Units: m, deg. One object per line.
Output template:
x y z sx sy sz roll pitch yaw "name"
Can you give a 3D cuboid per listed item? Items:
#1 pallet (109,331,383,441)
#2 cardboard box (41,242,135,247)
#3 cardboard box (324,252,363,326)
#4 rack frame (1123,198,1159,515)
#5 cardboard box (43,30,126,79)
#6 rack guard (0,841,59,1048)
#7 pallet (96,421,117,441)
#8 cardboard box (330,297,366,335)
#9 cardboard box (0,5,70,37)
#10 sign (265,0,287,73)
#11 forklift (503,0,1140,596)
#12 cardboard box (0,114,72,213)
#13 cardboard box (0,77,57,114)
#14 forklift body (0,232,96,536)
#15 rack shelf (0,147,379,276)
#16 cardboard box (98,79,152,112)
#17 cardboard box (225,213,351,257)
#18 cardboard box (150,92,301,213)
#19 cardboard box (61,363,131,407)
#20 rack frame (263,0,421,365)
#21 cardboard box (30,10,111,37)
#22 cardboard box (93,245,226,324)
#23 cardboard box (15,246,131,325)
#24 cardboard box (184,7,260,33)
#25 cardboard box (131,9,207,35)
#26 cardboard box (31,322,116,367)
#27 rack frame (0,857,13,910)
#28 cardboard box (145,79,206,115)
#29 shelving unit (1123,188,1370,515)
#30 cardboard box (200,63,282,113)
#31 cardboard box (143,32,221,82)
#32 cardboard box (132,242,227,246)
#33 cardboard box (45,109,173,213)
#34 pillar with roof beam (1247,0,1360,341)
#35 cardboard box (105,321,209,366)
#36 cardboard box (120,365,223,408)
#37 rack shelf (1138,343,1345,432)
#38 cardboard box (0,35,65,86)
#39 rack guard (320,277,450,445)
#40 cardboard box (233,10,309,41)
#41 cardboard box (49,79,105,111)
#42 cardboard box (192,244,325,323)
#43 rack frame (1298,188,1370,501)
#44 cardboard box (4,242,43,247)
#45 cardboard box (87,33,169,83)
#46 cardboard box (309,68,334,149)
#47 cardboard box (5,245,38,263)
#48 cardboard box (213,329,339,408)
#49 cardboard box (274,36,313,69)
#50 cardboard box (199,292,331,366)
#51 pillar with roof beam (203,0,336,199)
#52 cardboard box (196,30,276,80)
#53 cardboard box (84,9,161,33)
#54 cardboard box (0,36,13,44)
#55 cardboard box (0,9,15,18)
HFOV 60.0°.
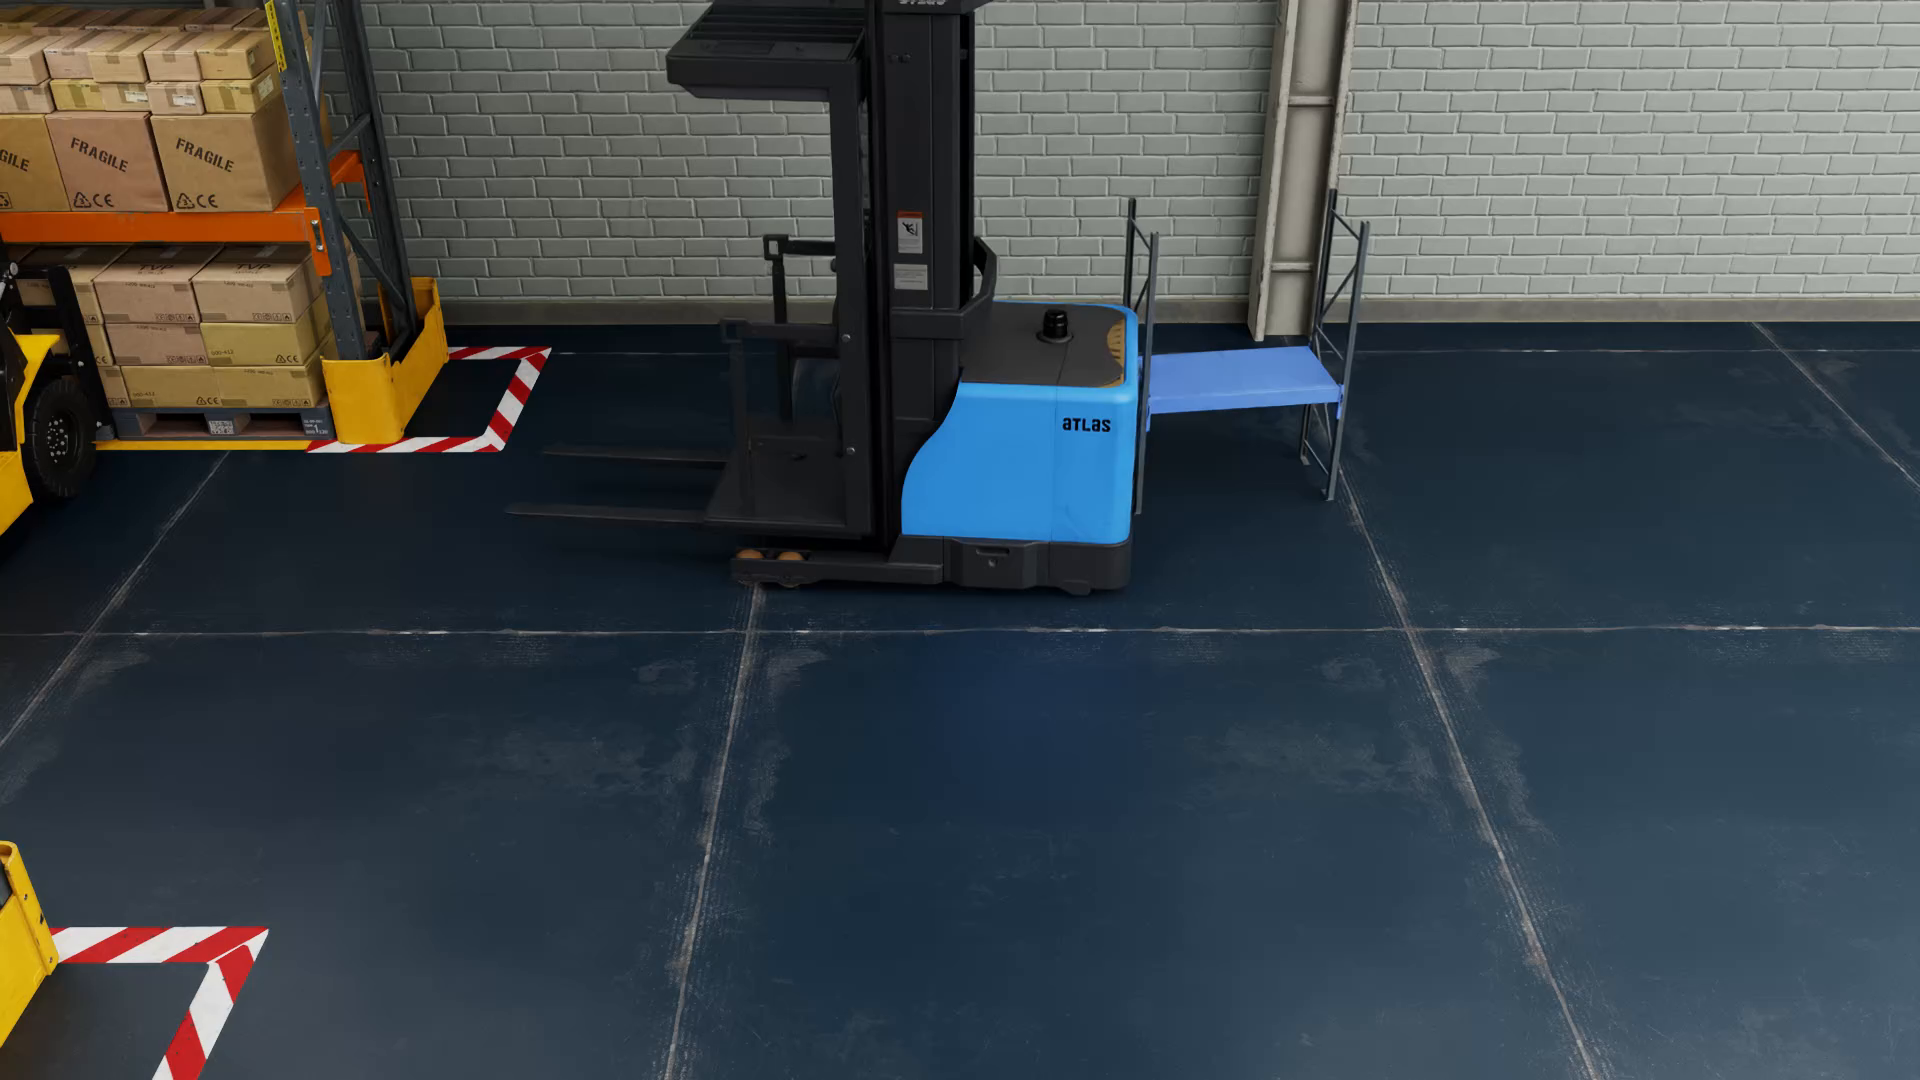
-4.047 -0.893 9.519 1.213 0.211 1.003 0 31 0 "pallet"
-4.764 -1.638 9.341 0.500 0.250 0.500 0 31 -1 "cardboard box"
-3.754 -1.434 9.485 0.500 0.250 0.500 0 31 1 "cardboard box"
0.872 -0.899 8.285 0.032 1.500 0.500 -4 31 -7 "rack frame"
-4.396 -2.453 8.392 0.250 0.149 0.380 0 31 0 "cardboard box"
-3.324 1.534 5.240 0.348 0.500 1.175 0 31 0 "rack guard"
-5.264 -0.891 9.515 1.213 0.211 1.003 0 31 0 "pallet"
-3.774 -1.214 9.604 0.500 0.250 0.500 0 31 0 "cardboard box"
-4.919 -2.719 8.831 0.250 0.149 0.380 -1 31 -1 "cardboard box"
-3.293 -2.425 8.010 0.005 0.325 0.100 0 31 0 "sign"
-0.673 -1.299 7.566 3.031 2.935 1.130 3 31 4 "forklift"
-4.804 -2.016 8.585 0.500 0.500 0.500 -1 31 -1 "cardboard box"
-4.657 -2.278 8.391 0.250 0.149 0.380 -1 31 -2 "cardboard box"
-5.167 -0.795 7.486 1.214 2.155 2.313 0 31 0 "forklift body"
-5.282 -1.796 9.012 4.000 0.370 1.077 0 31 0 "rack shelf"
-4.142 -2.298 8.424 0.250 0.149 0.380 0 31 1 "cardboard box"
-3.764 -1.638 9.340 0.500 0.250 0.500 -1 31 -1 "cardboard box"
-3.773 -2.015 8.582 0.500 0.500 0.500 -1 31 -1 "cardboard box"
-4.748 -0.955 9.178 0.500 0.250 0.500 0 31 0 "cardboard box"
-3.282 -2.110 8.835 0.127 3.000 1.000 0 31 0 "rack frame"
-4.656 -2.668 8.748 0.250 0.149 0.380 1 31 1 "cardboard box"
-4.251 -1.373 8.904 0.500 0.250 0.500 0 31 1 "cardboard box"
-4.756 -1.367 8.893 0.500 0.250 0.500 0 31 0 "cardboard box"
-3.886 -2.698 8.797 0.250 0.149 0.380 1 31 1 "cardboard box"
-4.145 -2.675 8.759 0.250 0.149 0.380 0 31 1 "cardboard box"
-4.785 -1.155 9.026 0.500 0.250 0.500 -1 31 -1 "cardboard box"
-3.248 0.465 4.592 0.127 3.000 1.000 0 31 0 "rack frame"
-3.883 -2.267 8.373 0.250 0.149 0.380 0 31 0 "cardboard box"
1.375 -0.935 8.346 1.048 1.500 0.538 -4 31 -7 "shelving unit"
-3.627 -2.283 8.400 0.250 0.149 0.380 0 31 0 "cardboard box"
-3.886 -2.430 8.354 0.250 0.149 0.380 0 31 0 "cardboard box"
-4.264 -1.634 9.334 0.500 0.250 0.500 0 31 0 "cardboard box"
-4.292 -2.018 8.588 0.500 0.500 0.500 1 31 1 "cardboard box"
2.042 -2.926 4.397 0.400 9.000 9.100 0 31 0 "pillar with roof beam"
-4.269 -1.168 9.047 0.500 0.250 0.500 0 31 -1 "cardboard box"
-4.247 -0.952 9.173 0.500 0.250 0.500 0 31 0 "cardboard box"
1.375 -0.782 8.439 1.000 0.185 0.538 -4 31 -7 "rack shelf"
-4.656 -2.394 8.296 0.250 0.149 0.380 1 31 1 "cardboard box"
-3.258 -1.041 9.484 0.348 0.500 1.175 0 31 0 "rack guard"
-3.619 -2.667 8.745 0.250 0.149 0.380 -1 31 -1 "cardboard box"
-4.390 -2.303 8.433 0.250 0.149 0.380 0 31 -1 "cardboard box"
-3.741 -1.378 8.911 0.500 0.250 0.500 1 31 1 "cardboard box"
1.878 -0.972 8.407 0.032 1.500 0.500 -4 31 -7 "rack frame"
-5.276 -1.640 9.344 0.500 0.250 0.500 -1 31 -1 "cardboard box"
-4.147 -2.415 8.330 0.250 0.149 0.380 0 31 1 "cardboard box"
-3.779 -2.295 9.044 0.500 0.500 0.500 1 31 1 "cardboard box"
-5.263 -1.369 8.896 0.500 0.250 0.500 -1 31 -1 "cardboard box"
-3.750 -0.948 9.167 0.500 0.250 0.500 0 31 0 "cardboard box"
-3.623 -2.563 8.861 0.250 0.149 0.380 -1 31 -2 "cardboard box"
-3.767 -1.164 9.040 0.500 0.250 0.500 -1 31 -1 "cardboard box"
-3.958 -2.907 4.366 0.400 9.000 9.100 0 31 0 "pillar with roof beam"
-3.639 -2.447 8.382 0.250 0.149 0.380 0 31 0 "cardboard box"
-4.393 -2.682 8.771 0.250 0.149 0.380 0 31 0 "cardboard box"
-4.915 -2.391 8.290 0.250 0.149 0.380 0 31 1 "cardboard box"
-5.166 -2.677 8.761 0.250 0.149 0.380 0 31 0 "cardboard box"
